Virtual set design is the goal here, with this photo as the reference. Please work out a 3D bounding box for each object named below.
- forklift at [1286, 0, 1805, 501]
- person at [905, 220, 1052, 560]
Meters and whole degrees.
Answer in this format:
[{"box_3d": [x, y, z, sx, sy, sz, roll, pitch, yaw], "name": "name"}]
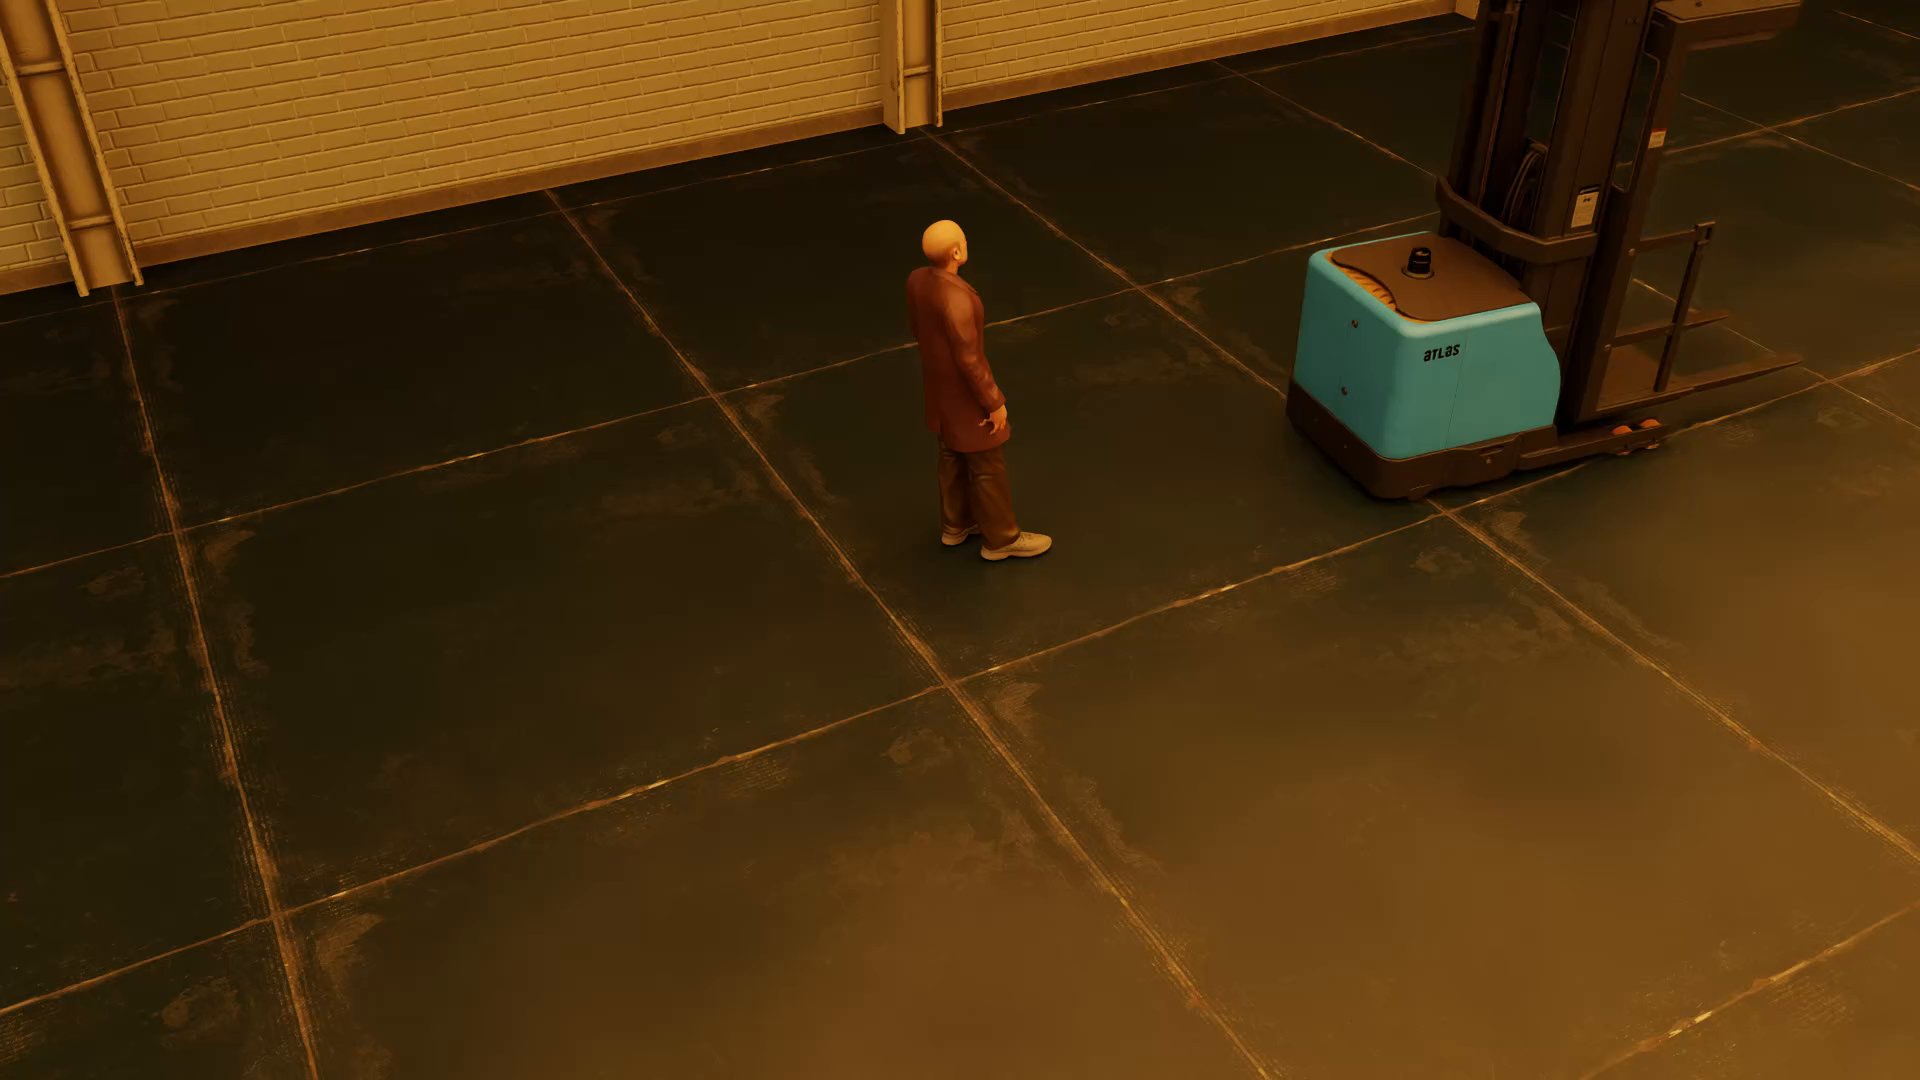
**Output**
[{"box_3d": [3.445, -1.940, 8.867, 3.031, 2.935, 1.130, -13, 37, -17], "name": "forklift"}, {"box_3d": [0.083, -0.755, 8.178, 0.579, 1.777, 0.698, -17, 39, -23], "name": "person"}]
